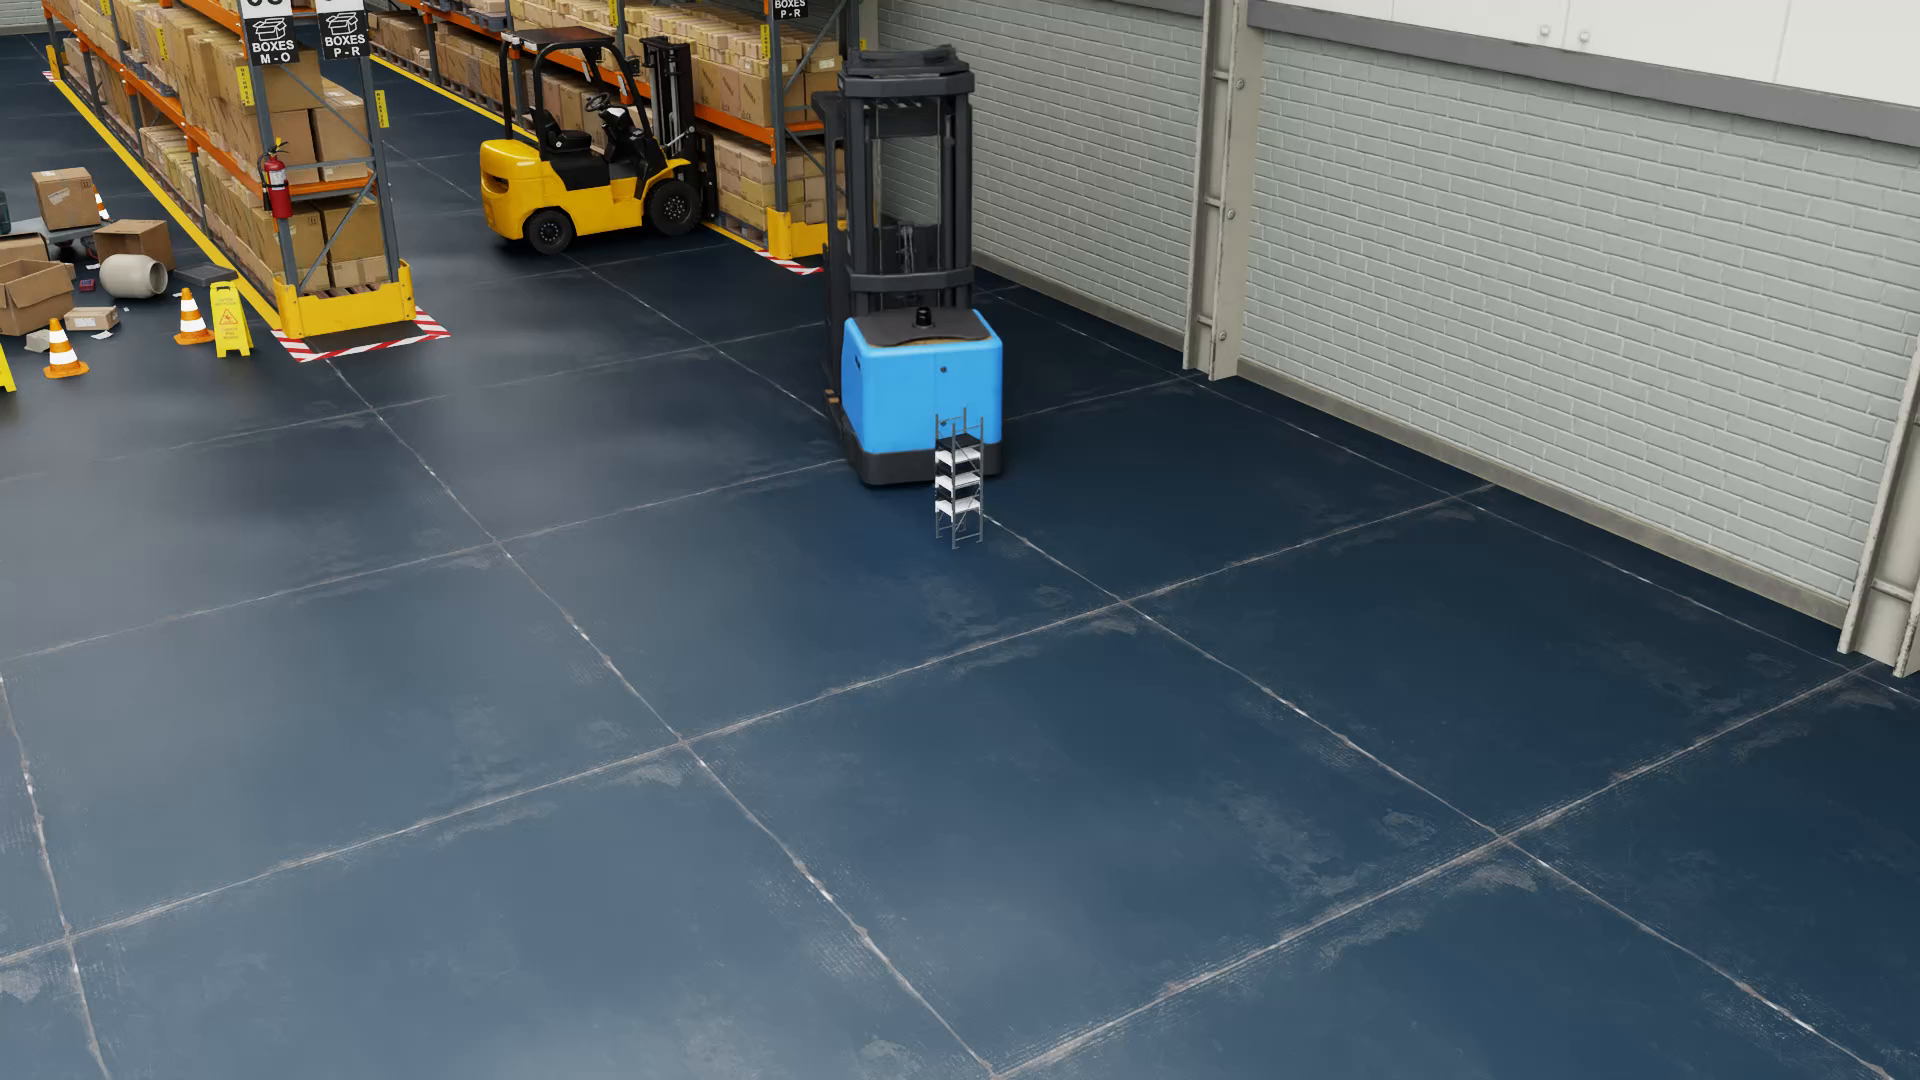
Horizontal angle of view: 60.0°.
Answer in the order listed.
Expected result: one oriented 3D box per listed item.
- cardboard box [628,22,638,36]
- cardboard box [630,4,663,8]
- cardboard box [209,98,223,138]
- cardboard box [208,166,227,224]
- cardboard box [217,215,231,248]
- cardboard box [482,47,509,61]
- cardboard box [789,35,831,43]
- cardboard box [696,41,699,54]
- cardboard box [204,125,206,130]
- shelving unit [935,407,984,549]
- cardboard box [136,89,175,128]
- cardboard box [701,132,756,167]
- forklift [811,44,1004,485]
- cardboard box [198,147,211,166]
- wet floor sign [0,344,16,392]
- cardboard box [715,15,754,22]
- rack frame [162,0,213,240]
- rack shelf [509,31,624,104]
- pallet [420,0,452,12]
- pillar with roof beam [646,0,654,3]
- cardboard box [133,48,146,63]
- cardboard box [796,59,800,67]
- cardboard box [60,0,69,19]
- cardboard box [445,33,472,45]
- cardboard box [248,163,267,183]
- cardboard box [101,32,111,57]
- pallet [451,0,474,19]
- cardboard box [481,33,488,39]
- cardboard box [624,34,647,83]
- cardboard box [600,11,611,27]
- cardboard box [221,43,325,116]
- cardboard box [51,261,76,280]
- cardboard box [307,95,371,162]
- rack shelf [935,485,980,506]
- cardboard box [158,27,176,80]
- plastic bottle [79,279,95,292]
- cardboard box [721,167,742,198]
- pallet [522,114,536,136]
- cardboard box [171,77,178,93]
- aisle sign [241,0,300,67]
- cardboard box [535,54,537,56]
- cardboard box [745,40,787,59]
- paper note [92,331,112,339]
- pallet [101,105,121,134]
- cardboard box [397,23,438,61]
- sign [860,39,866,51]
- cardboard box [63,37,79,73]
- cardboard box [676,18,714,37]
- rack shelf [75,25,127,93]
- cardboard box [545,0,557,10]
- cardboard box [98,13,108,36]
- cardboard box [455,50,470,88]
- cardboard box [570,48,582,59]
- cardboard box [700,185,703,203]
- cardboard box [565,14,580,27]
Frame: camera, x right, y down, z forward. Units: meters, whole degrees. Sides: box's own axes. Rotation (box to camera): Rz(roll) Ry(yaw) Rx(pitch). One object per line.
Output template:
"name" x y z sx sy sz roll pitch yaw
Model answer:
"cardboard box" -3.719 -6.095 19.771 0.380 0.149 0.250 -16 30 -30
"cardboard box" -3.923 -6.644 20.933 0.380 0.149 0.250 -16 29 -30
"cardboard box" -6.974 -4.198 16.164 0.500 0.500 0.500 -15 29 -29
"cardboard box" -7.432 -3.597 17.206 0.500 0.500 0.500 -14 29 -28
"cardboard box" -7.433 -3.258 17.367 0.500 0.250 0.500 -14 29 -27
"cardboard box" -6.863 -7.222 24.711 0.380 0.149 0.250 -16 30 -30
"cardboard box" -1.586 -5.254 17.640 0.380 0.149 0.250 -14 29 -28
"cardboard box" -2.695 -5.462 18.429 0.380 0.149 0.250 -16 30 -30
"cardboard box" -7.575 -4.307 17.153 0.380 0.149 0.250 -16 29 -30
"shelving unit" -0.004 -0.410 11.064 0.258 0.900 0.210 -16 29 -30
"cardboard box" -10.321 -5.700 21.808 0.875 0.875 0.875 -16 30 -30
"cardboard box" -2.570 -4.351 18.512 0.500 0.250 0.500 -15 29 -29
"forklift" -0.506 -2.326 12.743 1.130 2.935 3.031 -6 26 -12
"cardboard box" -7.716 -4.020 17.343 0.380 0.149 0.250 -15 29 -29
"wet floor sign" -8.064 -1.540 13.756 0.267 0.644 0.232 -22 33 -38
"cardboard box" -2.573 -5.896 19.000 0.380 0.149 0.250 -16 30 -30
"rack frame" -7.830 -4.774 17.849 1.000 3.000 0.127 -16 29 -30
"rack shelf" -4.765 -6.322 21.971 1.077 0.370 4.000 -16 29 -30
"pallet" -7.695 -8.395 25.745 1.003 0.211 1.213 -16 29 -30
"pillar with roof beam" -7.997 -8.816 19.384 9.100 9.000 0.400 -16 29 -30
"cardboard box" -9.622 -5.801 19.826 0.380 0.149 0.250 -15 29 -29
"cardboard box" -1.645 -5.095 17.652 0.380 0.149 0.250 -16 29 -30
"cardboard box" -12.950 -7.970 24.501 0.500 0.500 0.500 -16 30 -31
"cardboard box" -7.851 -7.875 26.094 0.380 0.149 0.250 -16 30 -31
"cardboard box" -6.261 -3.378 15.187 0.380 0.149 0.250 -16 30 -30
"cardboard box" -10.799 -6.436 21.546 0.500 0.250 0.500 -15 29 -29
"pallet" -6.922 -7.970 24.845 1.003 0.211 1.213 -16 29 -30
"cardboard box" -7.310 -7.904 26.156 0.380 0.149 0.250 -15 29 -29
"cardboard box" -3.650 -5.758 19.816 0.500 0.500 0.500 -16 30 -31
"cardboard box" -4.202 -6.429 20.478 0.380 0.149 0.250 -16 30 -30
"cardboard box" -6.108 -4.107 14.799 0.700 0.500 0.500 -16 30 -31
"cardboard box" -9.183 -2.746 16.756 0.396 0.266 0.258 7 26 15
"cardboard box" -5.672 -3.757 15.229 0.500 0.500 0.500 -16 30 -30
"rack shelf" -0.004 -0.298 11.117 0.258 0.077 0.200 -16 29 -30
"cardboard box" -8.274 -5.255 17.911 0.500 0.500 0.500 -16 30 -31
"plastic bottle" -8.697 -2.546 16.573 0.133 0.061 0.283 -10 27 -21
"cardboard box" -2.282 -3.957 18.262 0.500 0.250 0.500 -16 30 -30
"pallet" -5.440 -5.798 23.285 1.003 0.211 1.213 -16 29 -30
"cardboard box" -8.342 -4.970 18.066 0.380 0.149 0.250 -15 29 -29
"aisle sign" -5.855 -4.429 14.073 0.394 0.787 0.004 -16 29 -30
"cardboard box" -6.003 -7.076 24.402 0.380 0.149 0.250 -15 29 -28
"cardboard box" -2.022 -5.134 17.387 0.380 0.149 0.250 -15 29 -29
"paper note" -7.830 -1.875 15.186 0.142 0.019 0.148 18 31 33
"pallet" -11.713 -6.116 23.958 1.003 0.211 1.213 -16 29 -30
"cardboard box" -8.969 -8.357 27.874 0.700 0.500 0.500 -17 30 -31
"sign" -1.021 -5.056 17.339 0.100 0.325 0.005 -16 29 -30
"cardboard box" -13.937 -7.885 26.947 0.875 0.438 0.875 -17 30 -31
"cardboard box" -2.978 -5.780 18.754 0.380 0.149 0.250 -16 29 -30
"rack shelf" -11.105 -6.595 22.548 1.077 0.370 4.000 -16 29 -30
"cardboard box" -5.216 -7.059 21.813 0.380 0.149 0.250 -15 29 -29
"cardboard box" -10.774 -6.659 21.433 0.500 0.250 0.500 -16 30 -31
"cardboard box" -7.397 -7.260 25.551 0.500 0.500 0.500 -17 30 -31
"cardboard box" -4.692 -6.347 21.356 0.500 0.250 0.500 -15 29 -29
"cardboard box" -2.842 -4.084 19.116 0.500 0.250 0.500 -15 29 -28
"cardboard box" -4.716 -6.573 21.250 0.500 0.250 0.500 -15 29 -29
